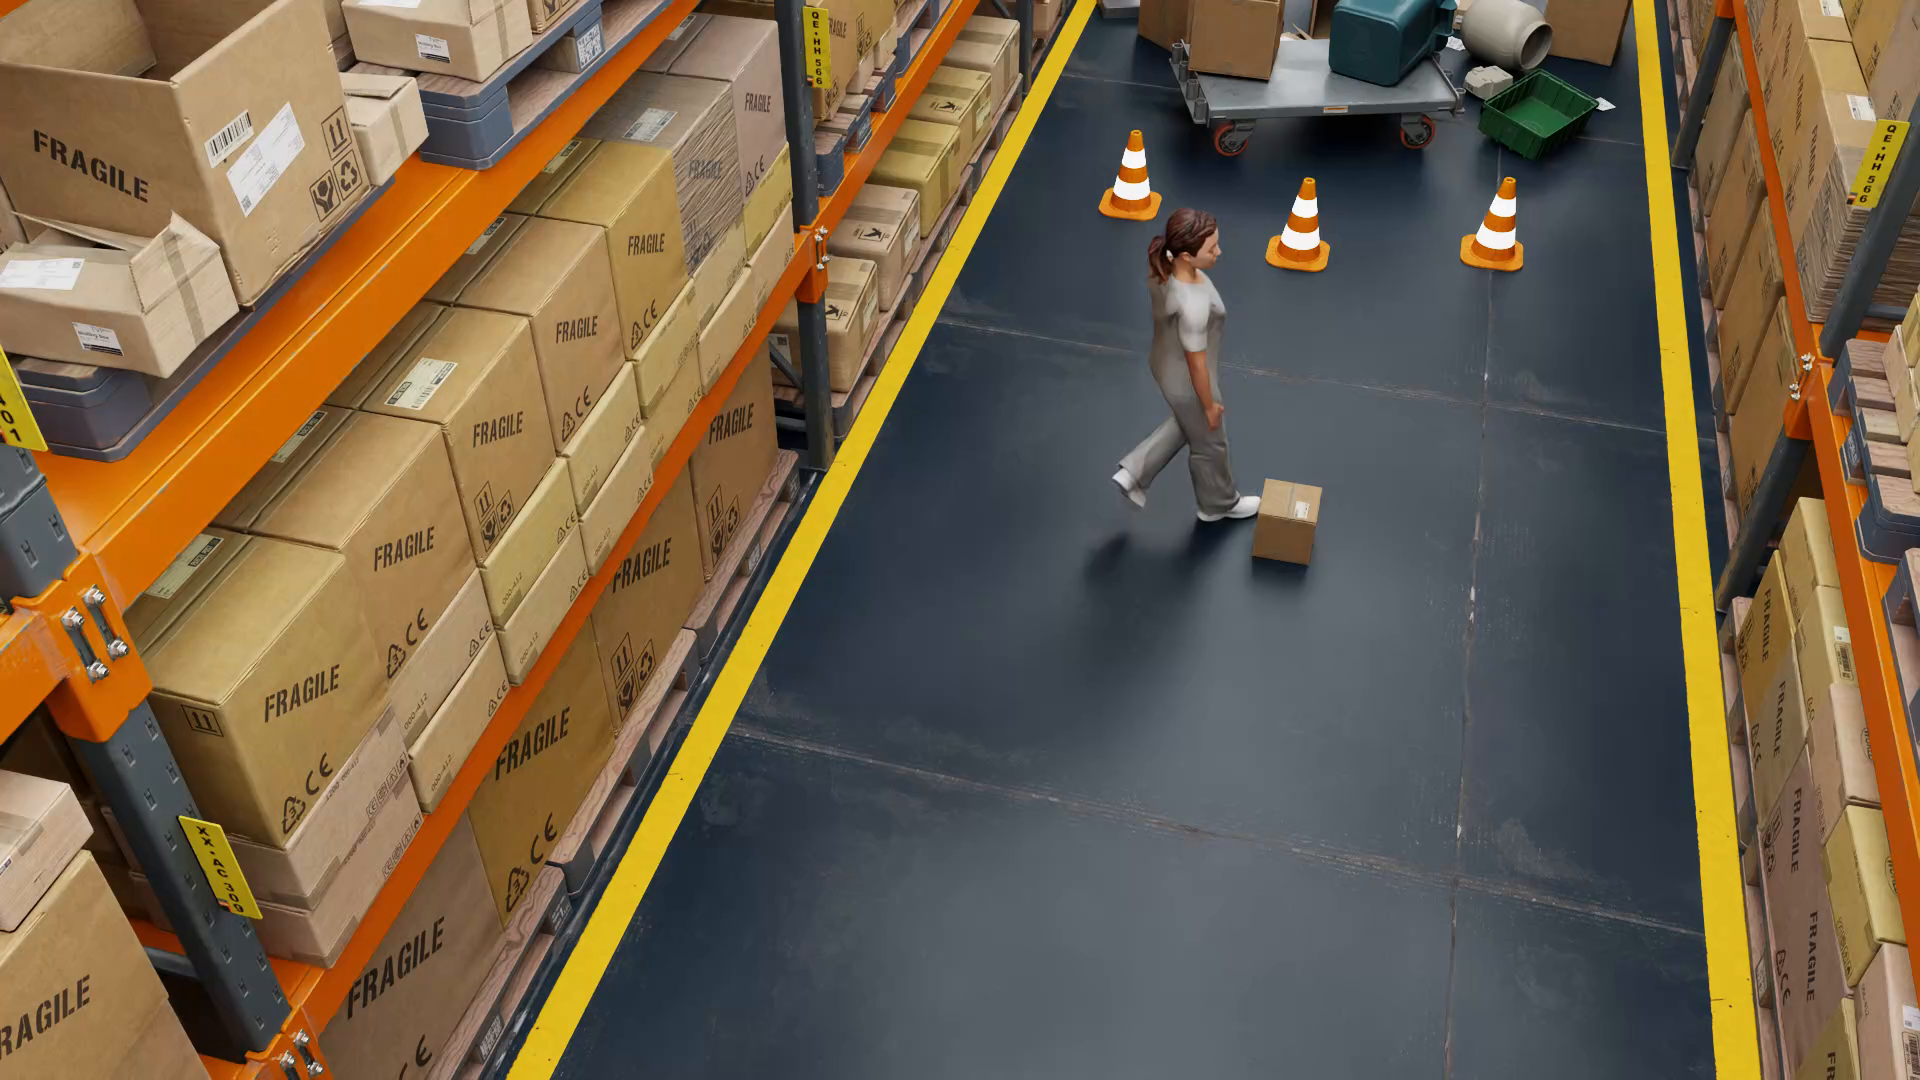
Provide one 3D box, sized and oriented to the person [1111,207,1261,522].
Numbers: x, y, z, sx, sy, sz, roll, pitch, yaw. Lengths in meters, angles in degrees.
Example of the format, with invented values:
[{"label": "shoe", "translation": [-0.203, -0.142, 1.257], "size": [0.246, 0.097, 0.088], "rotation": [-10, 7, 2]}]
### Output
[{"label": "person", "translation": [1.023, -0.699, 6.957], "size": [0.728, 1.645, 0.517], "rotation": [-9, 42, -10]}]
